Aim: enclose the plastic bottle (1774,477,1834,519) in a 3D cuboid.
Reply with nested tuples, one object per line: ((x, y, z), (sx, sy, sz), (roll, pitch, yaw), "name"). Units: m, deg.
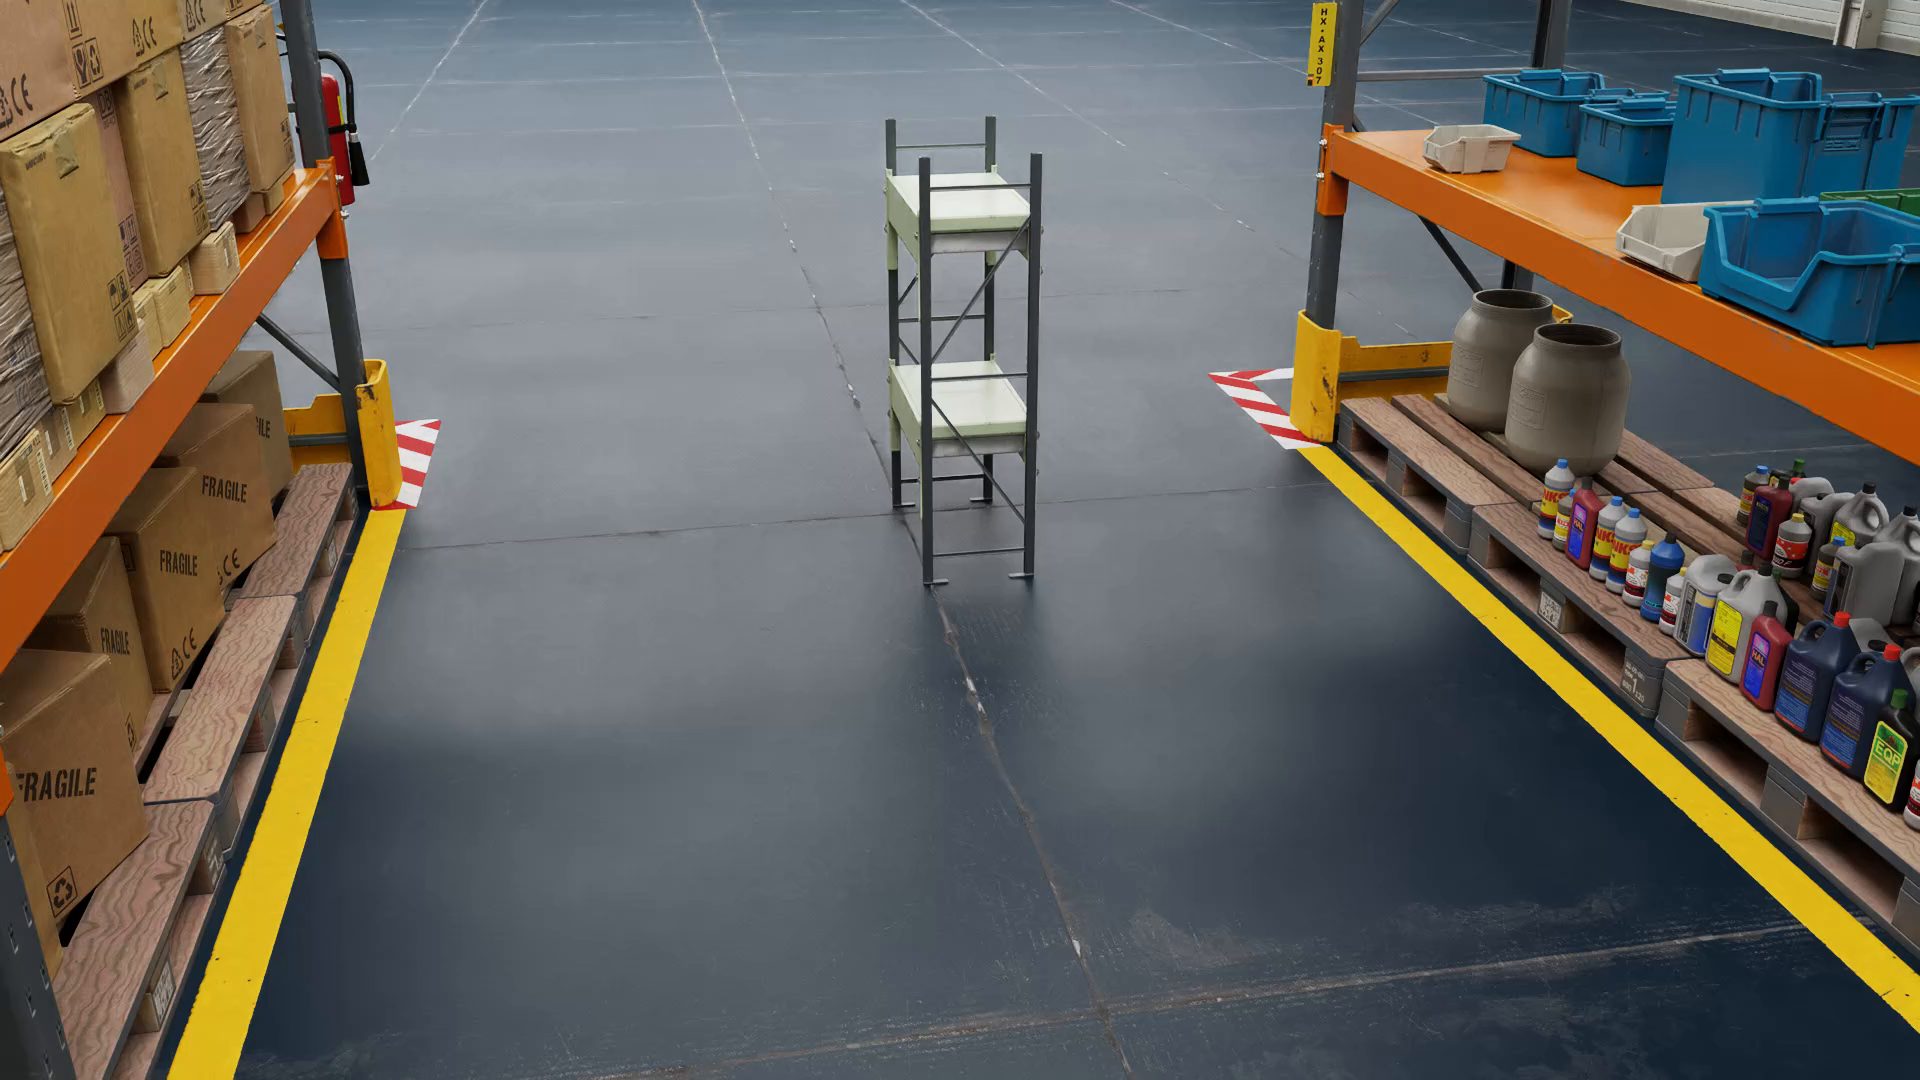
((2.806, -0.092, 5.567), (0.152, 0.276, 0.135), (-4, 24, -9), "plastic bottle")

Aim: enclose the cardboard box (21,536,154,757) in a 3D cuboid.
((-2.452, 0.339, 4.324), (0.500, 0.500, 0.500), (-6, 24, -14), "cardboard box")

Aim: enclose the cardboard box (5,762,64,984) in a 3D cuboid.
((-2.147, 0.803, 3.263), (0.500, 0.500, 0.500), (-5, 24, -11), "cardboard box")

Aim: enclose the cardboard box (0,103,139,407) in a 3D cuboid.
((-2.192, -0.553, 3.272), (0.875, 0.500, 0.500), (-4, 24, -10), "cardboard box")

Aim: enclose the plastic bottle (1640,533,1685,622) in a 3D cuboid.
((2.164, 0.109, 5.113), (0.097, 0.271, 0.097), (0, 24, 0), "plastic bottle")

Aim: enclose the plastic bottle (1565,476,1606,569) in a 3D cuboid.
((2.069, -0.060, 5.485), (0.061, 0.283, 0.133), (-4, 24, -9), "plastic bottle")

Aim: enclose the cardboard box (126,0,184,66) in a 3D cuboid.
((-2.235, -1.416, 3.997), (0.500, 0.500, 0.500), (-4, 24, -10), "cardboard box")

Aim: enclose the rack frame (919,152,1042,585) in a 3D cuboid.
((0.066, -0.546, 5.626), (0.400, 1.500, 0.023), (-4, 24, -10), "rack frame")

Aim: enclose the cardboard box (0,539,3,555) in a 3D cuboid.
((-1.856, 0.018, 2.775), (0.380, 0.149, 0.250), (-4, 24, -10), "cardboard box")

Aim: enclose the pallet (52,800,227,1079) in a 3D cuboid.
((-2.271, 1.026, 3.637), (1.003, 0.211, 1.213), (-4, 24, -10), "pallet")

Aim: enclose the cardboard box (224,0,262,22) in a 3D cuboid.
((-2.409, -1.810, 4.900), (0.500, 0.500, 0.500), (-4, 24, -10), "cardboard box")

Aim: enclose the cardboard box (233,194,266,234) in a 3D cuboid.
((-2.423, -1.059, 5.241), (0.380, 0.149, 0.250), (-4, 24, -10), "cardboard box")

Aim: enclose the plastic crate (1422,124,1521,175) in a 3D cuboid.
((1.865, -1.434, 6.114), (0.298, 0.136, 0.250), (-4, 24, -10), "plastic crate")

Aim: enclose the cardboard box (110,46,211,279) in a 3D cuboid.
((-2.436, -0.942, 4.163), (0.875, 0.500, 0.500), (-4, 24, -10), "cardboard box")

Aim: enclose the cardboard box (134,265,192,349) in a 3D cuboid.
((-2.147, -0.571, 4.123), (0.380, 0.149, 0.250), (-4, 24, -10), "cardboard box")

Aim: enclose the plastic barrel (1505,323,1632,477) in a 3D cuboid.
((2.305, -0.532, 6.304), (0.421, 0.512, 0.421), (0, 24, 0), "plastic barrel")

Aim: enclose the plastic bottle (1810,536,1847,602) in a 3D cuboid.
((2.756, 0.087, 5.249), (0.097, 0.201, 0.097), (0, 24, 0), "plastic bottle")

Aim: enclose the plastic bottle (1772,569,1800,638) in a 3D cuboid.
((2.354, 0.234, 4.810), (0.061, 0.283, 0.133), (-4, 24, -10), "plastic bottle")

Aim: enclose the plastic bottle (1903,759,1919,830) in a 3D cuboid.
((2.382, 0.604, 4.065), (0.097, 0.201, 0.097), (0, 24, 0), "plastic bottle")

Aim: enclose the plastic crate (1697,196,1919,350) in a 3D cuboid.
((2.284, -0.704, 4.300), (0.499, 0.251, 0.616), (-4, 24, -10), "plastic crate")

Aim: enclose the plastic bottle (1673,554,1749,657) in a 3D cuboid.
((2.232, 0.191, 4.918), (0.152, 0.276, 0.135), (-4, 24, -9), "plastic bottle")

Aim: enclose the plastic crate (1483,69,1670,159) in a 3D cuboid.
((2.403, -1.687, 6.551), (0.499, 0.251, 0.616), (-4, 24, -10), "plastic crate")

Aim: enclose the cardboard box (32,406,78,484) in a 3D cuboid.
((-1.963, -0.178, 3.223), (0.380, 0.149, 0.250), (-4, 24, -10), "cardboard box")

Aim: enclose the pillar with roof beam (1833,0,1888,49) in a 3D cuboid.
((6.282, -9.603, 16.994), (9.100, 9.000, 0.400), (-4, 24, -10), "pillar with roof beam")

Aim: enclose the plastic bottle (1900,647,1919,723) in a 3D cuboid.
((2.495, 0.413, 4.317), (0.144, 0.351, 0.185), (-4, 24, -10), "plastic bottle")

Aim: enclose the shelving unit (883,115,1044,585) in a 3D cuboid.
((-0.001, -0.690, 5.956), (0.431, 1.500, 0.755), (-4, 24, -10), "shelving unit")

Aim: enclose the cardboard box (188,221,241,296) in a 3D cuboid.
((-2.215, -0.769, 4.578), (0.380, 0.149, 0.250), (-4, 24, -10), "cardboard box")

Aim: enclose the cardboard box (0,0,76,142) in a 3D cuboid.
((-2.039, -1.023, 3.099), (0.500, 0.500, 0.500), (-4, 24, -10), "cardboard box")

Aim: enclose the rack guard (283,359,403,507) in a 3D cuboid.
((-2.838, -0.388, 6.514), (1.175, 0.500, 0.348), (-4, 24, -10), "rack guard")

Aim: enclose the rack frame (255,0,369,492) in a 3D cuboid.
((-2.852, -1.564, 6.082), (1.000, 3.000, 0.127), (-4, 24, -10), "rack frame")

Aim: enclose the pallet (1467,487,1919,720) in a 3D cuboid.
((2.443, 0.173, 5.590), (1.003, 0.211, 1.213), (-4, 24, -10), "pallet")

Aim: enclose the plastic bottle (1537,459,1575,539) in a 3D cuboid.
((2.045, -0.145, 5.694), (0.097, 0.271, 0.097), (0, 24, 0), "plastic bottle")

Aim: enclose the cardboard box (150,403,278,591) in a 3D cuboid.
((-2.608, -0.131, 5.401), (0.500, 0.500, 0.500), (2, 24, 4), "cardboard box")

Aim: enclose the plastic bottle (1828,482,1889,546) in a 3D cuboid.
((2.866, -0.007, 5.279), (0.144, 0.351, 0.185), (-3, 24, -8), "plastic bottle")

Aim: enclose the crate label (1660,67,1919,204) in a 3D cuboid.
((2.622, -1.242, 5.303), (0.502, 0.435, 0.616), (-4, 24, -10), "crate label")

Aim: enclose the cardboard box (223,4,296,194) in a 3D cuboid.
((-2.567, -1.340, 5.073), (0.875, 0.500, 0.500), (-4, 24, -10), "cardboard box")

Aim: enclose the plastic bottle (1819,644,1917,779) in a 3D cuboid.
((2.353, 0.424, 4.293), (0.144, 0.351, 0.185), (-5, 24, -11), "plastic bottle")

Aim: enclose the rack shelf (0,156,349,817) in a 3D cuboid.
((-2.482, -0.447, 4.425), (1.077, 0.370, 4.000), (-4, 24, -10), "rack shelf")

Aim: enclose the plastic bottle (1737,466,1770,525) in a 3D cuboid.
((2.786, -0.159, 5.814), (0.097, 0.201, 0.097), (0, 24, 0), "plastic bottle")

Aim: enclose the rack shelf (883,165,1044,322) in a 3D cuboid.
((-0.001, -1.048, 5.800), (0.431, 0.370, 0.720), (-4, 24, -10), "rack shelf")

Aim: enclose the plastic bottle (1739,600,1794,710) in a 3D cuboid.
((2.247, 0.318, 4.619), (0.061, 0.283, 0.133), (-3, 24, -6), "plastic bottle")

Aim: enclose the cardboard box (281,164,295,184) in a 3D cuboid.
((-2.596, -1.352, 5.911), (0.380, 0.149, 0.250), (-4, 24, -10), "cardboard box")

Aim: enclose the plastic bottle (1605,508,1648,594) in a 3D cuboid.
((2.127, 0.029, 5.295), (0.097, 0.271, 0.097), (0, 24, 0), "plastic bottle")

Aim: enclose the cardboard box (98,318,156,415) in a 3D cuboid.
((-2.024, -0.377, 3.678), (0.380, 0.149, 0.250), (-4, 24, -10), "cardboard box")

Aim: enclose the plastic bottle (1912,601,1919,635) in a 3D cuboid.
((2.950, 0.188, 5.017), (0.097, 0.201, 0.097), (0, 24, 0), "plastic bottle")

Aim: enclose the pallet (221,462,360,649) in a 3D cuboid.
((-2.722, 0.066, 5.834), (1.003, 0.211, 1.213), (-4, 24, -10), "pallet")
